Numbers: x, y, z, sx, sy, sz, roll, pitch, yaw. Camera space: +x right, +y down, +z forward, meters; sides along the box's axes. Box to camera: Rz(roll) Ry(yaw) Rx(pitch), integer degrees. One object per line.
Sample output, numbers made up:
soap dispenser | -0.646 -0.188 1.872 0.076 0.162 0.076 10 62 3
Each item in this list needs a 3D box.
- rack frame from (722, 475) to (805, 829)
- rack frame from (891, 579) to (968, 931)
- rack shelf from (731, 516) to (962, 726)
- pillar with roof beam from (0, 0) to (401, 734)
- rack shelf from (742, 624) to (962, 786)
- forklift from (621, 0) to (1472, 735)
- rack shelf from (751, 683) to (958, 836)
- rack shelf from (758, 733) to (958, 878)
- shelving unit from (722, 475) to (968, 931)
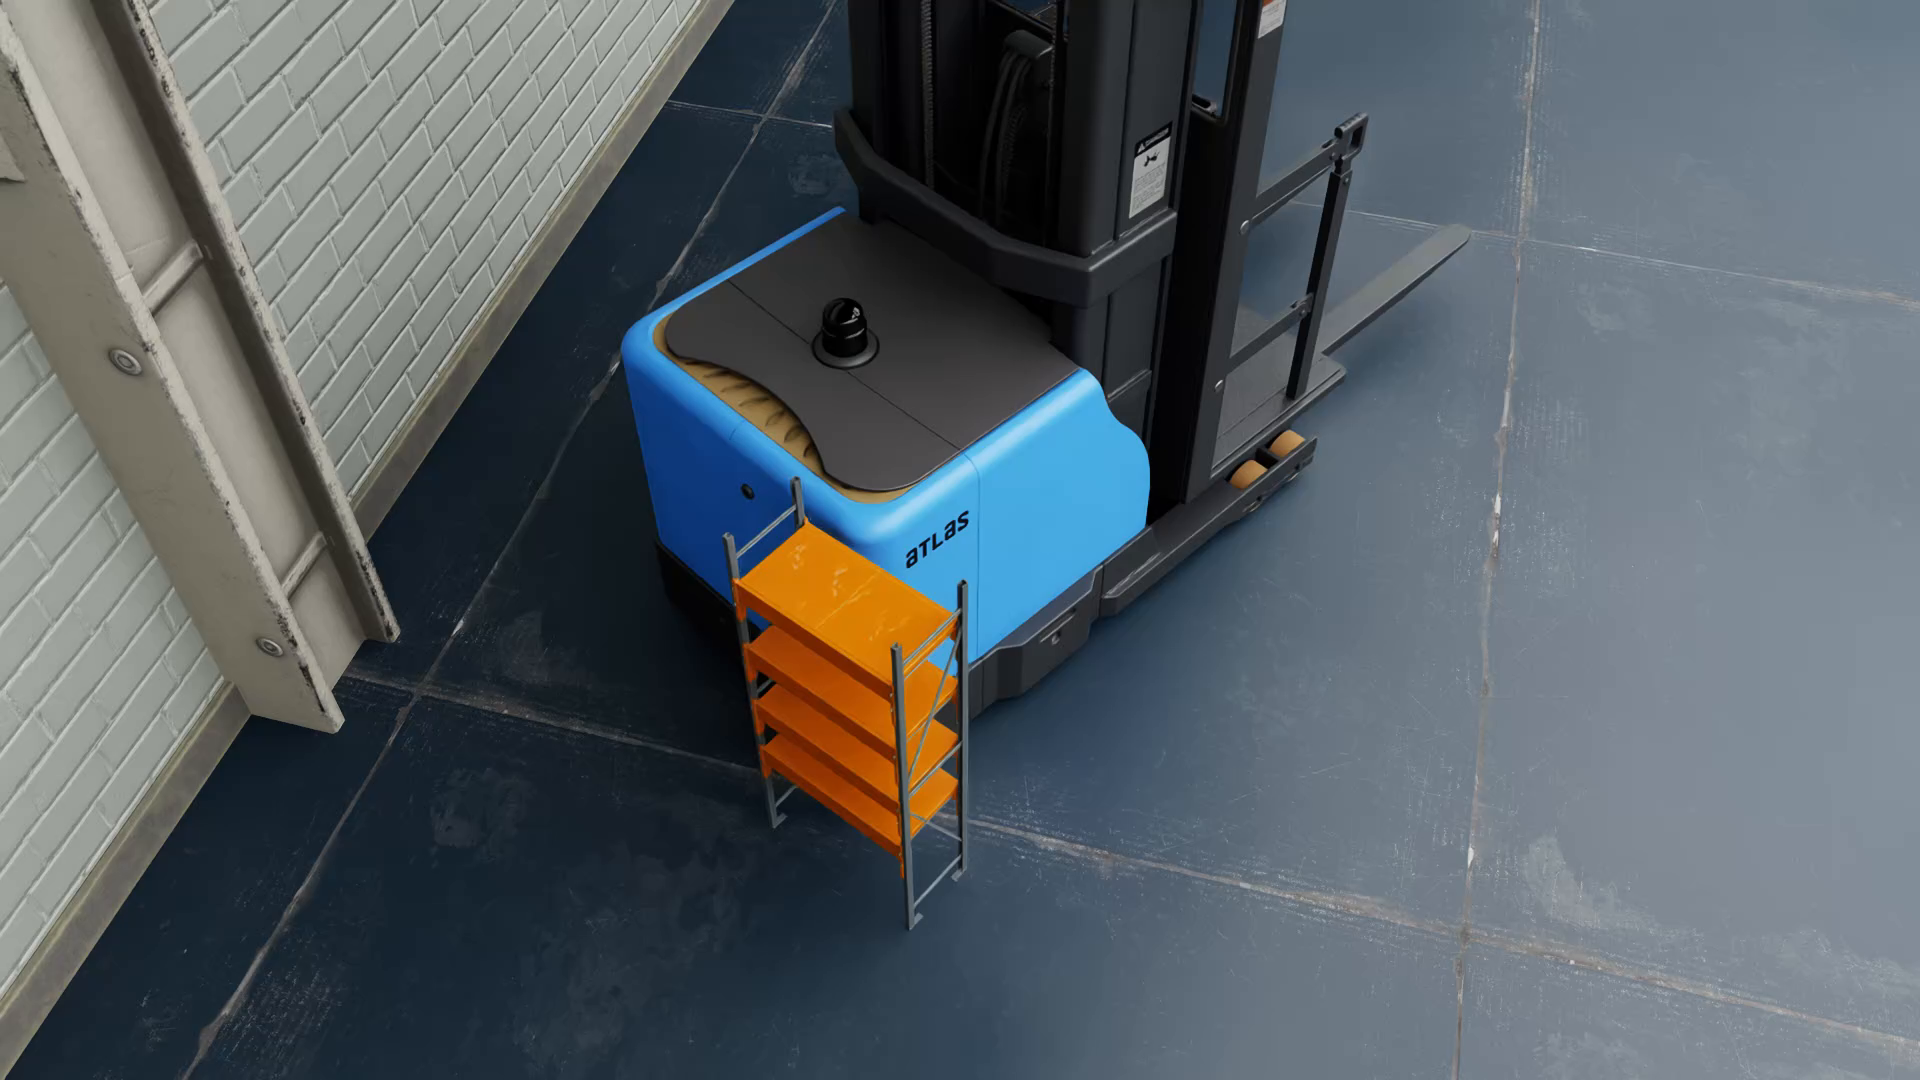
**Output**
rack frame | -0.442 0.322 4.165 0.015 1.200 0.240 31 56 25
rack frame | -0.063 0.552 3.962 0.015 1.200 0.240 31 56 25
rack shelf | -0.253 0.177 3.769 0.480 0.148 0.258 31 56 25
pillar with roof beam | 2.270 -1.747 0.790 9.100 9.000 0.400 12 50 10
rack shelf | -0.252 0.334 3.946 0.480 0.148 0.258 31 56 25
forklift | 0.509 -1.311 4.452 3.031 2.935 1.130 -36 58 -28
rack shelf | -0.252 0.482 4.114 0.480 0.148 0.258 31 56 25
rack shelf | -0.252 0.613 4.263 0.480 0.148 0.258 31 56 25
shelving unit | -0.252 0.437 4.064 0.503 1.200 0.258 31 56 25
